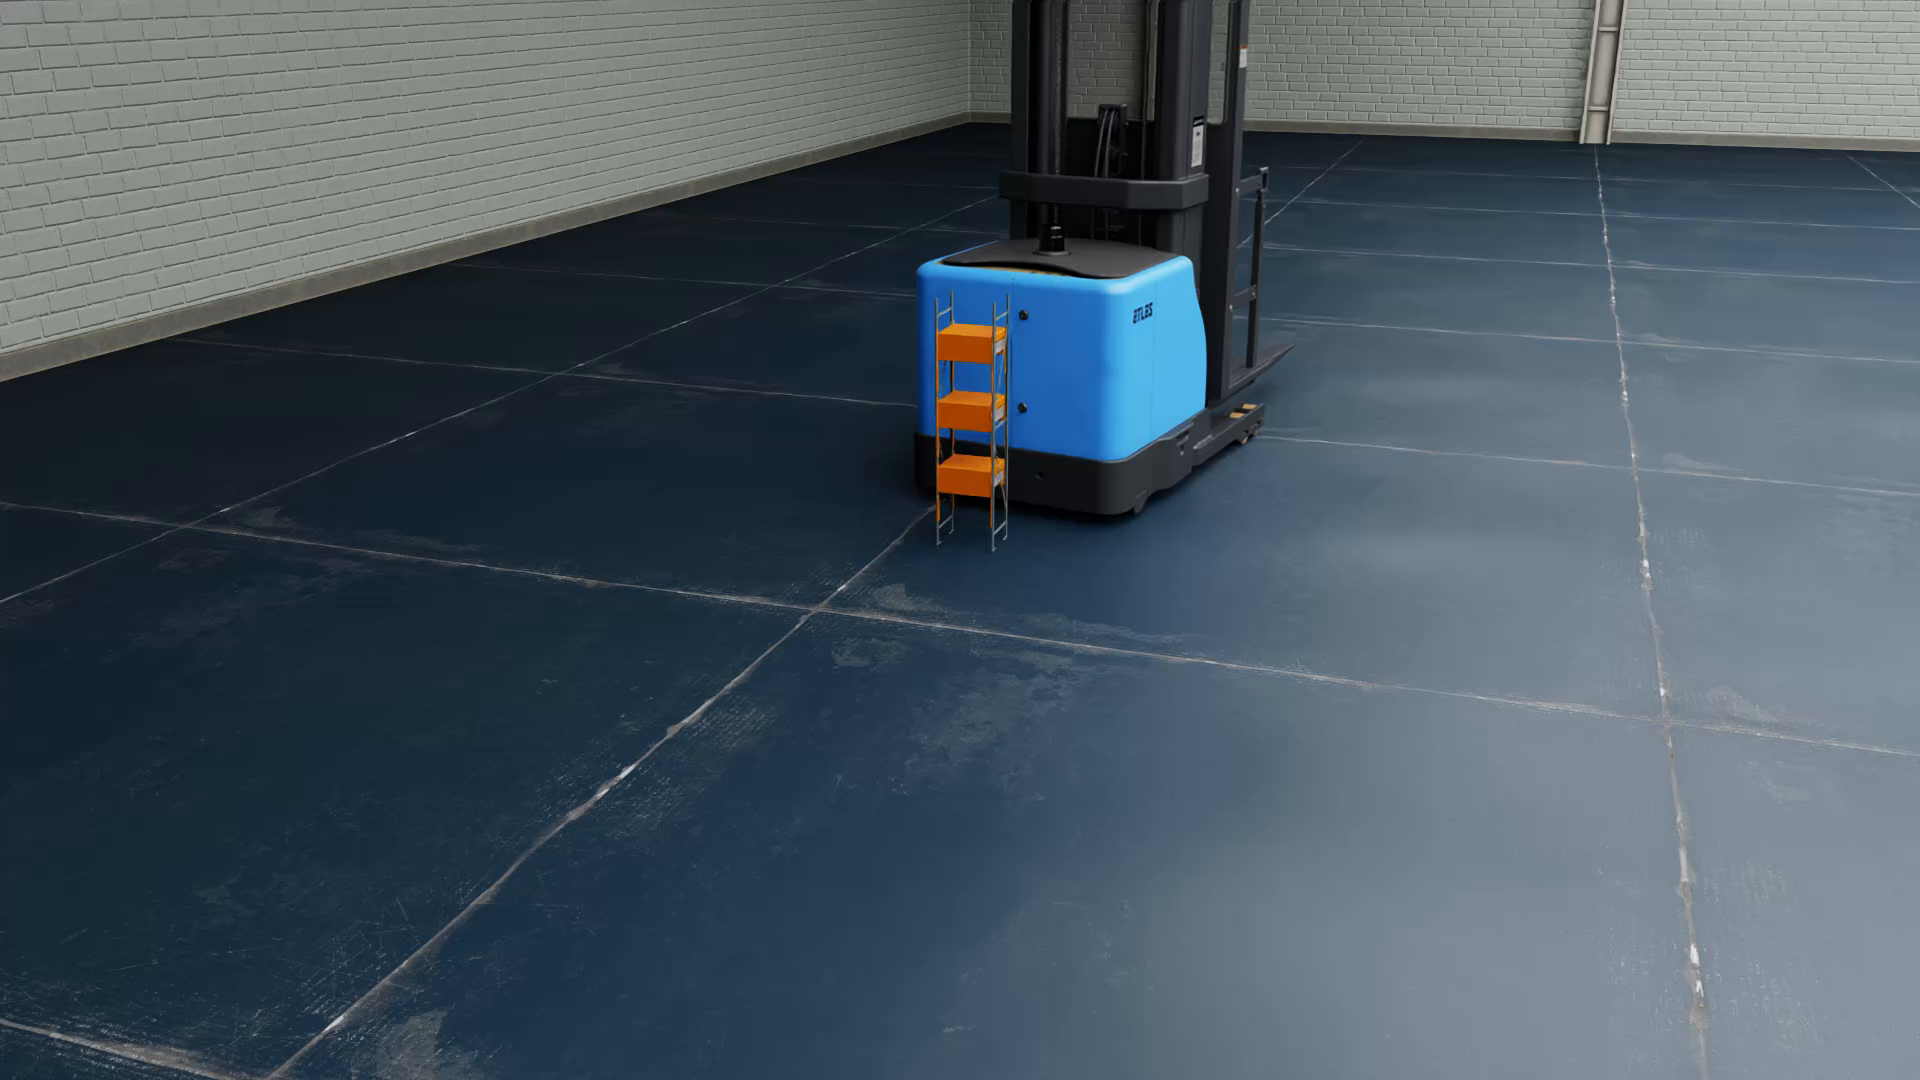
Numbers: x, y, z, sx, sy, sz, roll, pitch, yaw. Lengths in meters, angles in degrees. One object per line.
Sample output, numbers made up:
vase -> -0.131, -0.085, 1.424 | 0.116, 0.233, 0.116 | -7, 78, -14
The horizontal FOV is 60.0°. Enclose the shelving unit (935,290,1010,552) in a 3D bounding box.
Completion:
shelving unit -> 0.051, -0.490, 6.887 | 0.252, 1.050, 0.215 | 7, 20, 18

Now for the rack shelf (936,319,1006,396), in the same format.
rack shelf -> 0.051, -0.748, 6.797 | 0.240, 0.259, 0.215 | 7, 20, 18

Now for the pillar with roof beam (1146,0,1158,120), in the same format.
pillar with roof beam -> 1.502, -8.934, 19.034 | 0.400, 9.000, 9.100 | 7, 20, 18

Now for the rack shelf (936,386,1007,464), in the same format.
rack shelf -> 0.051, -0.480, 6.890 | 0.240, 0.259, 0.215 | 7, 20, 18

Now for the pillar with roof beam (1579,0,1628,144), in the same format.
pillar with roof beam -> 7.170, -8.285, 17.174 | 0.400, 9.000, 9.100 | 7, 20, 18

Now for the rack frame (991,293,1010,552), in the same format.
rack frame -> 0.166, -0.477, 6.849 | 0.008, 1.050, 0.200 | 7, 20, 18

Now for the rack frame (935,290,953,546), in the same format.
rack frame -> -0.065, -0.503, 6.925 | 0.008, 1.050, 0.200 | 7, 20, 18

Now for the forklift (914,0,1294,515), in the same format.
forklift -> 0.933, -1.931, 8.163 | 1.130, 2.935, 3.031 | 10, 22, 27

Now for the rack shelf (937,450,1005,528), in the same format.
rack shelf -> 0.051, -0.218, 6.982 | 0.240, 0.259, 0.215 | 7, 20, 18
